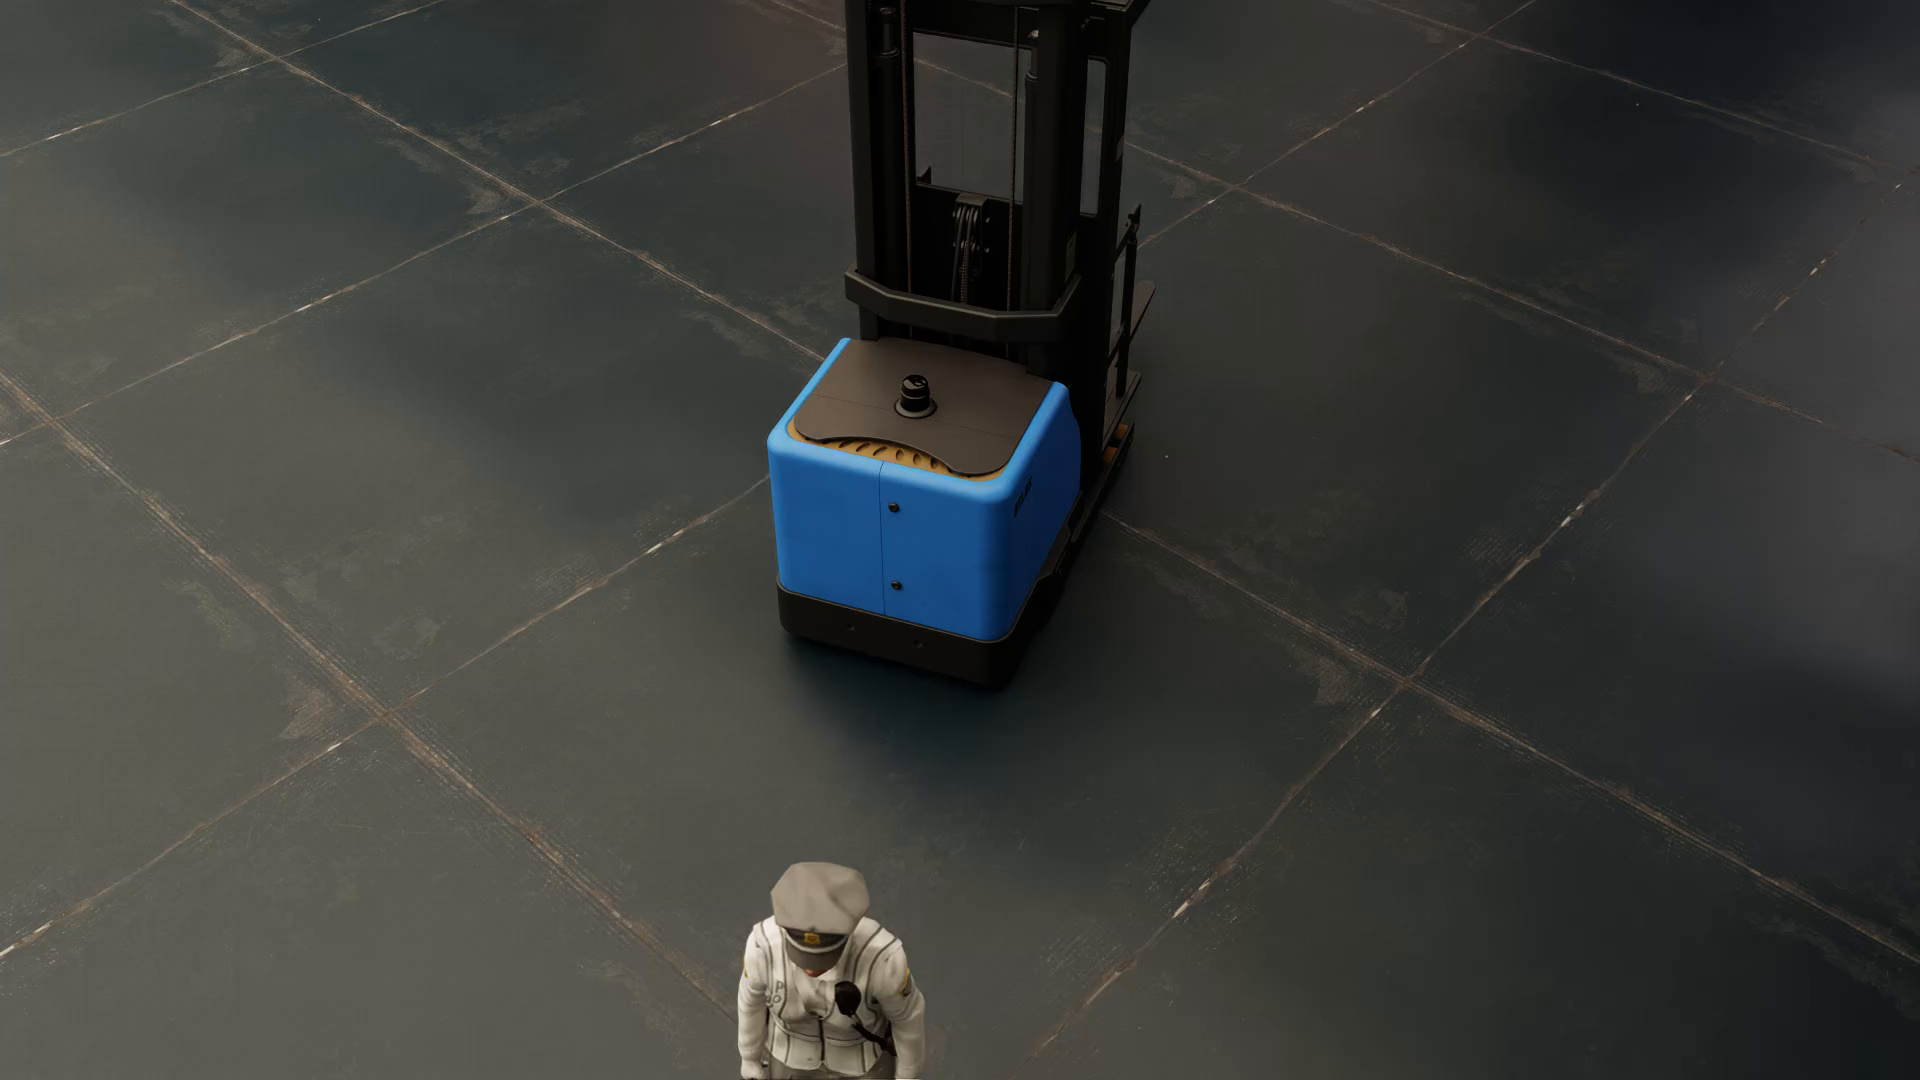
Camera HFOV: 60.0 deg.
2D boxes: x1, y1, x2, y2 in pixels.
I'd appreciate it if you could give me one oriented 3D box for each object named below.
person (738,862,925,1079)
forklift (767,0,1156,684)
[{"bbox_3d":[-0.362,1.466,4.695,0.530,1.663,0.377,5,41,6],"label":"person"},{"bbox_3d":[0.211,-1.484,7.158,1.130,2.935,3.031,14,42,15],"label":"forklift"}]
